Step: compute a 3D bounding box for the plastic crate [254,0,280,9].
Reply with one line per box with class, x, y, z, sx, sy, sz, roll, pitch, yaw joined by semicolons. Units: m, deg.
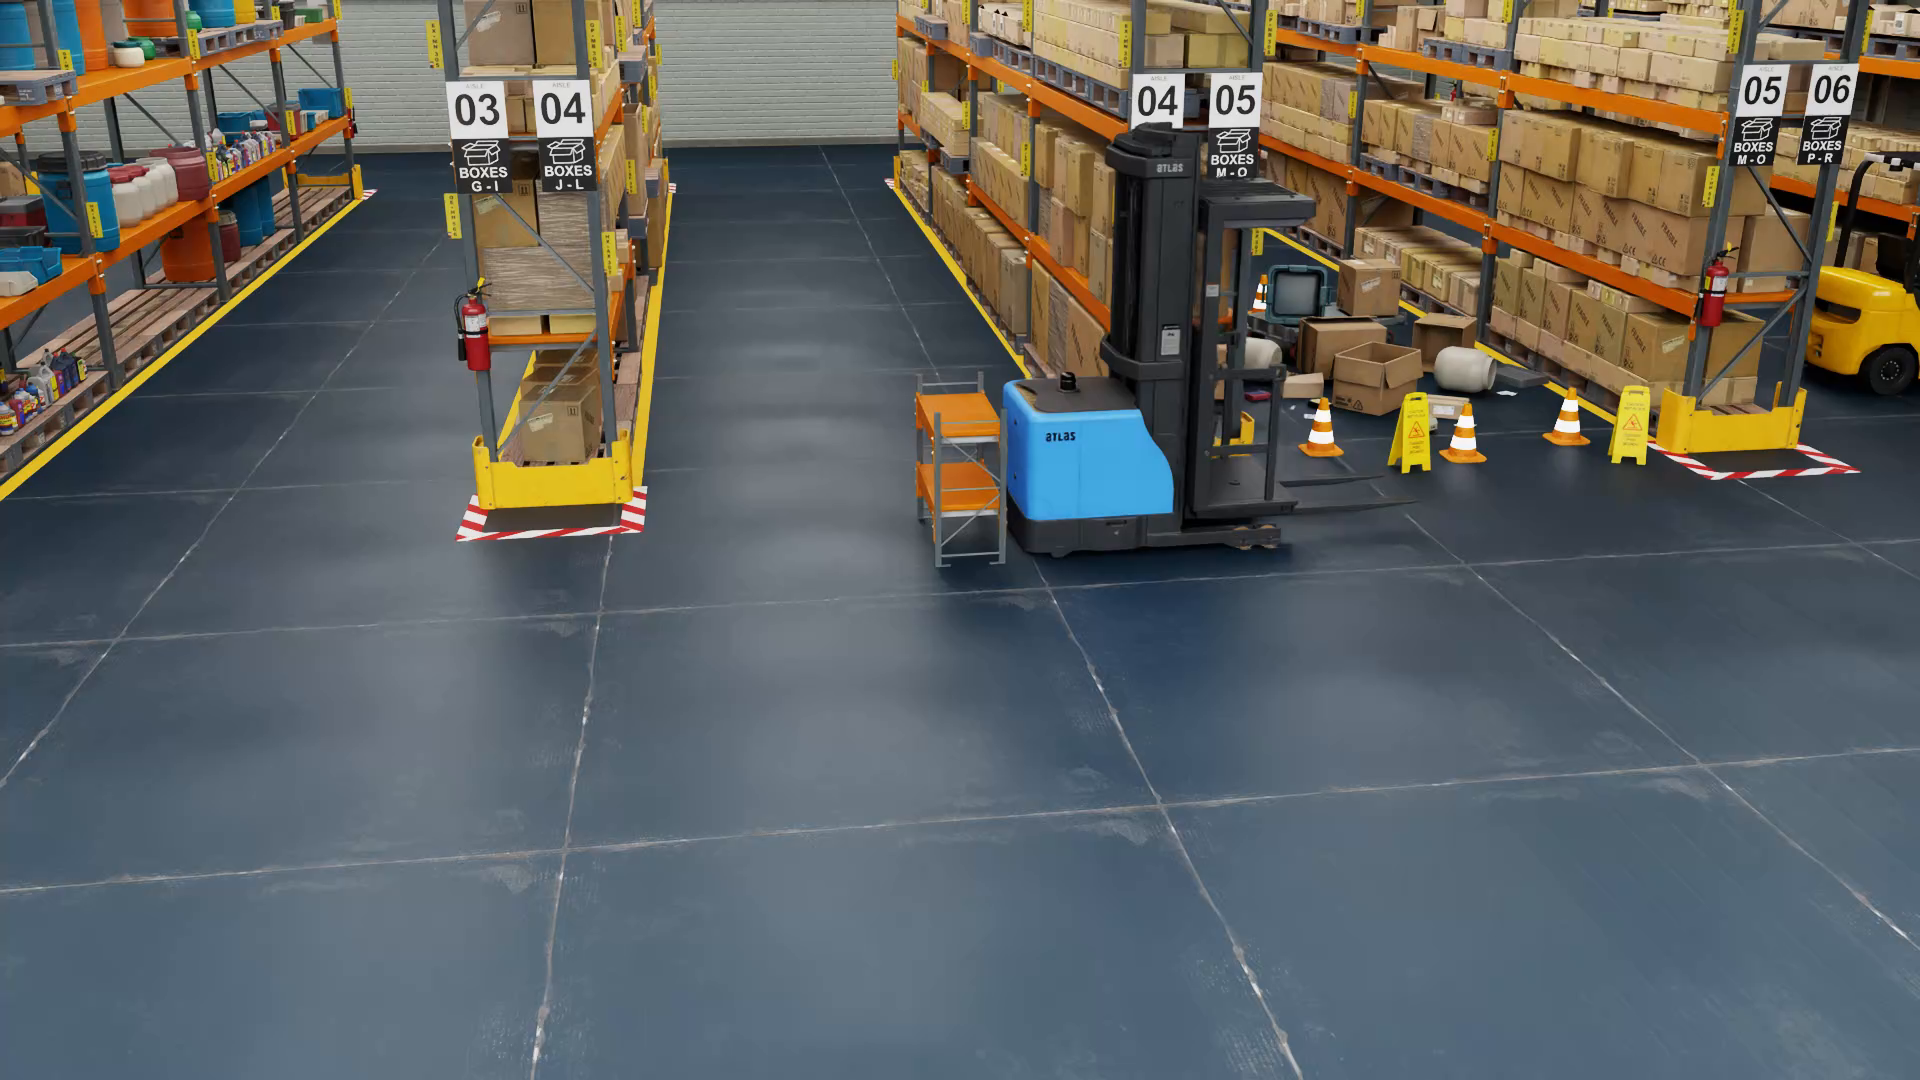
plastic crate;-10.415;-7.824;24.680;0.504;0.338;0.767;-3;21;-8

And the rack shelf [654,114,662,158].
rack shelf;-5.174;-6.211;25.588;1.077;0.370;4.000;-3;21;-8

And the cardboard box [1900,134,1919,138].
cardboard box;11.068;-4.590;19.149;0.380;0.149;0.250;-3;21;-8

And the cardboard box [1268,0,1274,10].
cardboard box;4.647;-7.704;23.860;0.396;0.266;0.258;-3;21;-8

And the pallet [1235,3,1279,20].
pallet;4.813;-8.003;25.197;1.003;0.211;1.213;-3;21;-8

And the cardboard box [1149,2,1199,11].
cardboard box;1.815;-4.481;14.117;0.380;0.149;0.250;-3;21;-7

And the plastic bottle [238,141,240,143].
plastic bottle;-9.386;-5.065;21.675;0.097;0.271;0.097;0;20;0

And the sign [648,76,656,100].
sign;-4.350;-6.392;23.501;0.100;0.325;0.005;-3;21;-8

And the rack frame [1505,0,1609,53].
rack frame;6.074;-6.396;16.480;1.000;3.000;0.127;-3;21;-8

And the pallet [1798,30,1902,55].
pallet;10.759;-5.922;19.767;1.003;0.211;1.213;-2;21;-5

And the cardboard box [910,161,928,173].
cardboard box;-0.591;-5.943;26.464;0.380;0.149;0.250;-3;21;-7

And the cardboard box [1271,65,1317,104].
cardboard box;4.801;-6.529;23.839;0.500;0.500;0.500;-3;21;-8

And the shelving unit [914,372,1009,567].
shelving unit;-0.001;-0.529;12.026;0.538;1.125;1.048;-3;21;-8

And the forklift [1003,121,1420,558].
forklift;1.873;-1.480;11.988;3.031;2.935;1.130;-4;21;-9

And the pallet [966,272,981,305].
pallet;0.653;-3.103;20.223;1.003;0.211;1.213;-3;21;-8

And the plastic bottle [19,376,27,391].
plastic bottle;-8.267;-1.321;14.720;0.061;0.283;0.133;-3;21;-8

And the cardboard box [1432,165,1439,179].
cardboard box;5.594;-4.183;18.888;0.380;0.149;0.250;-3;21;-8

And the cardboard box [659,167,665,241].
cardboard box;-4.644;-4.527;22.487;1.225;0.875;0.875;-4;21;-10

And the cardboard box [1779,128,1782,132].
cardboard box;10.316;-5.178;20.723;0.380;0.149;0.250;-3;21;-7

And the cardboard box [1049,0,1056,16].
cardboard box;1.017;-4.799;14.967;0.380;0.149;0.250;-3;21;-9

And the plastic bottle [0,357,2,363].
plastic bottle;-9.021;-1.632;15.569;0.097;0.271;0.097;0;20;0

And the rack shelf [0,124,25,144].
rack shelf;-14.977;-5.713;24.253;1.077;0.370;4.000;-3;21;-8

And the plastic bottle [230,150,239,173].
plastic bottle;-9.074;-4.735;20.773;0.061;0.283;0.133;-3;21;-8

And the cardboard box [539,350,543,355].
cardboard box;-3.624;-1.773;15.649;0.500;0.500;0.500;4;21;9

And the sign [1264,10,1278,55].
sign;2.317;-3.794;12.438;0.100;0.325;0.005;-3;21;-8

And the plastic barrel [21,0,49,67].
plastic barrel;-9.016;-4.868;15.959;0.600;0.901;0.600;0;20;0

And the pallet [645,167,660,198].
pallet;-4.101;-4.140;19.287;1.213;0.211;1.003;-3;21;-8

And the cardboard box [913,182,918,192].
cardboard box;-0.544;-5.585;26.356;0.380;0.149;0.250;-3;21;-8

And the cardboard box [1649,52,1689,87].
cardboard box;6.252;-4.014;14.178;0.500;0.250;0.500;-3;21;-8

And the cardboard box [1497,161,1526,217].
cardboard box;5.862;-3.606;17.015;0.500;0.500;0.500;-3;21;-8

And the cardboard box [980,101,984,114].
cardboard box;0.475;-5.848;22.496;0.380;0.149;0.250;-4;21;-10

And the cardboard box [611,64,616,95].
cardboard box;-3.343;-4.095;14.820;0.500;0.250;0.500;-2;21;-6

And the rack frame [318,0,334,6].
rack frame;-10.363;-9.801;25.597;1.000;3.000;0.127;-3;21;-8

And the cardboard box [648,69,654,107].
cardboard box;-4.765;-6.626;24.387;0.500;0.500;0.500;-3;21;-8

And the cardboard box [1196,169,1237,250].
cardboard box;1.752;-2.623;13.194;0.875;0.550;0.550;-3;21;-8

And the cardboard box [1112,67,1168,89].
cardboard box;1.384;-3.545;12.750;0.380;0.149;0.250;-3;21;-8

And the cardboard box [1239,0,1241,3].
cardboard box;4.695;-8.518;25.558;0.797;0.503;0.637;-1;21;-4

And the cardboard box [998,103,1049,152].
cardboard box;0.819;-4.693;18.922;0.700;0.500;0.500;-3;21;-9

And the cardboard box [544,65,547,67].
cardboard box;-3.202;-3.866;13.637;0.380;0.149;0.250;-3;21;-8

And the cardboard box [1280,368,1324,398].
cardboard box;3.261;-1.518;15.901;0.396;0.266;0.258;1;20;2

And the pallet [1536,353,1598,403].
pallet;6.385;-1.625;16.267;1.003;0.211;1.213;-3;21;-8

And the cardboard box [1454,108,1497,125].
cardboard box;5.672;-4.659;18.308;0.380;0.149;0.250;-4;21;-9

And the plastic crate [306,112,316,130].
plastic crate;-9.814;-6.243;24.797;0.416;0.233;0.300;-3;21;-8

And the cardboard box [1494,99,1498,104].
cardboard box;9.168;-7.298;27.829;0.380;0.149;0.250;-4;21;-9

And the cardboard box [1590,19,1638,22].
cardboard box;6.449;-5.062;16.414;0.380;0.149;0.250;-3;21;-9

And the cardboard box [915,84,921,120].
cardboard box;-0.386;-6.590;25.006;0.500;0.500;0.500;-3;21;-9

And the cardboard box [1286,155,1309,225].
cardboard box;5.227;-5.034;23.844;0.875;0.875;0.875;-2;21;-6

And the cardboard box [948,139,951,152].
cardboard box;0.054;-4.999;21.072;0.380;0.149;0.250;-3;21;-8

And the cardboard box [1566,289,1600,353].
cardboard box;6.133;-2.081;15.758;0.500;0.500;0.500;-3;21;-9

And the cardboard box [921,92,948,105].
cardboard box;-0.361;-6.269;23.623;0.380;0.149;0.250;-2;21;-5

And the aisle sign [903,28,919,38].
aisle sign;-0.847;-8.684;27.464;0.394;0.787;0.004;-3;21;-8

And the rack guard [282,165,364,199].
rack guard;-10.380;-5.828;27.105;1.175;0.500;0.348;-3;21;-8

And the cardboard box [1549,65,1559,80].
cardboard box;6.004;-4.579;16.262;0.380;0.149;0.250;-3;21;-8

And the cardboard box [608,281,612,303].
cardboard box;-3.085;-2.041;13.754;0.380;0.149;0.250;-3;21;-8

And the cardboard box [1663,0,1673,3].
cardboard box;9.879;-7.437;22.773;0.380;0.149;0.250;-3;21;-8
